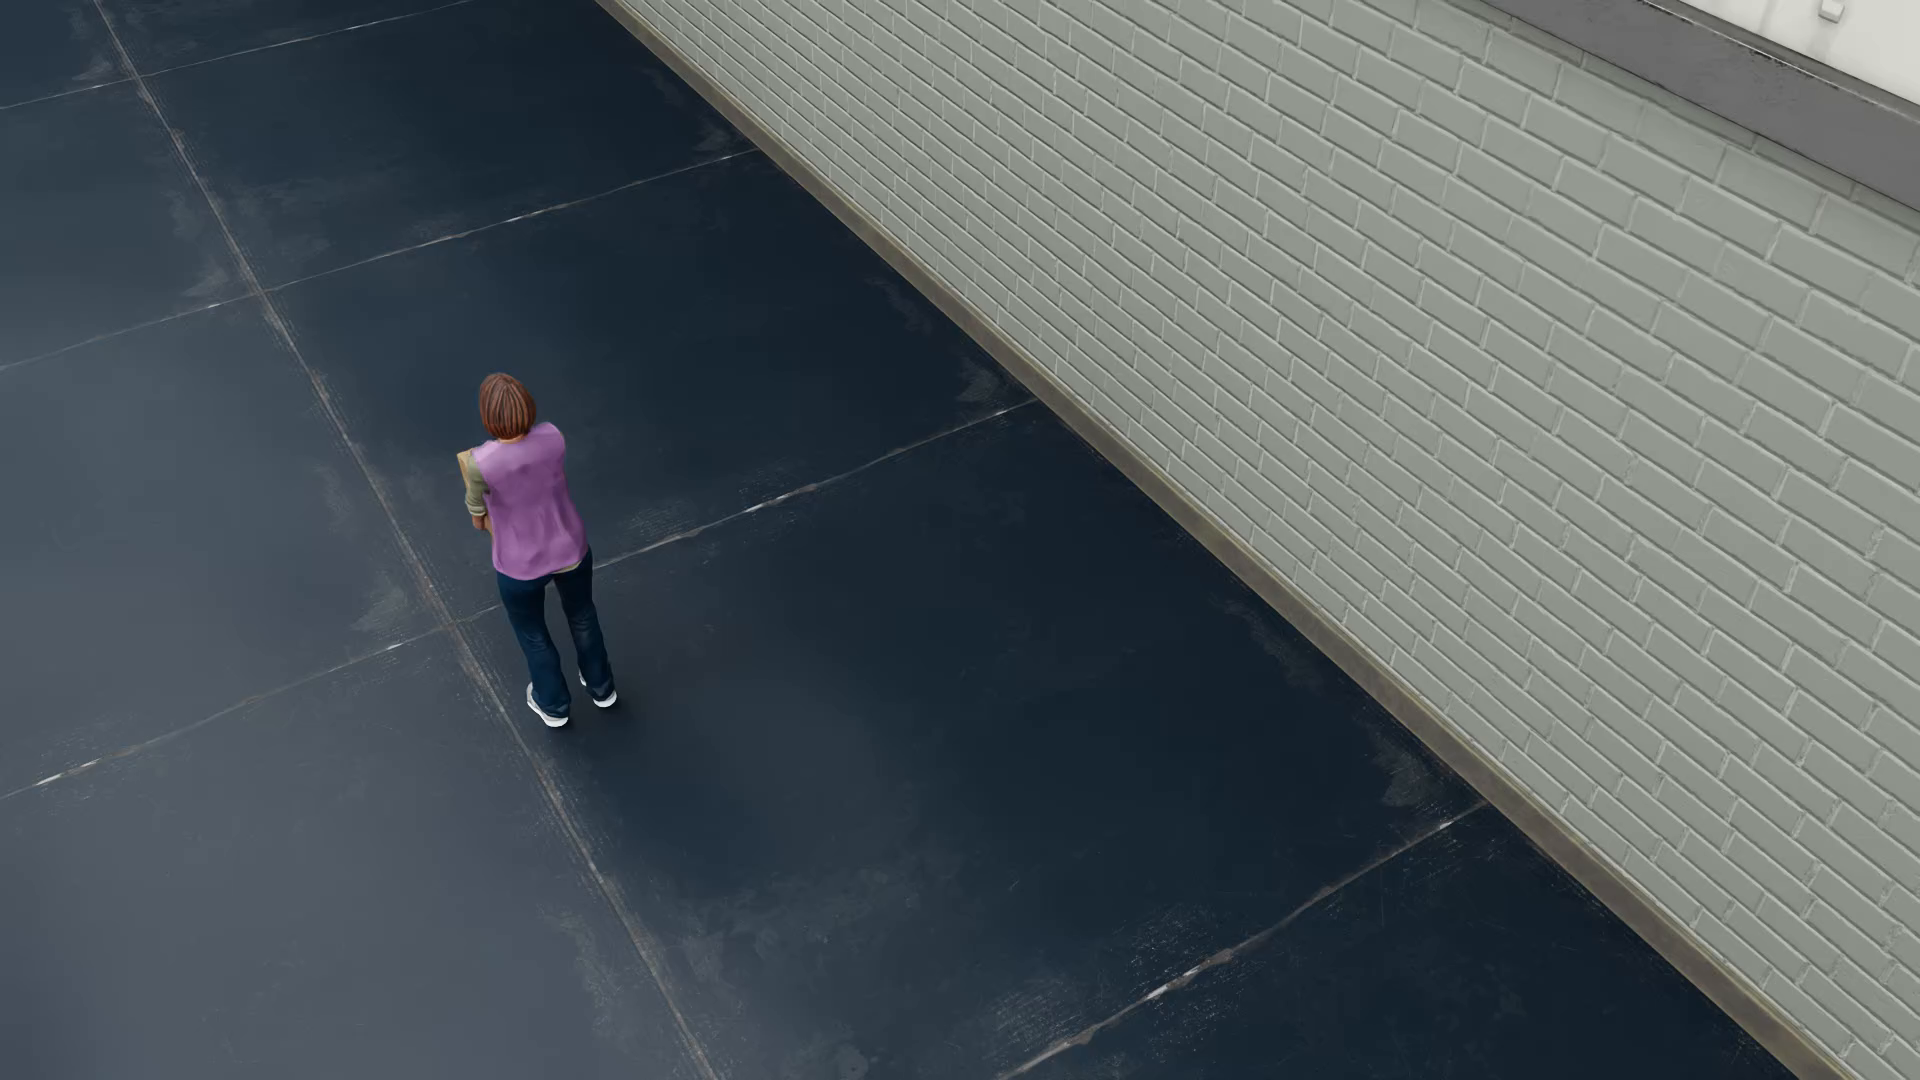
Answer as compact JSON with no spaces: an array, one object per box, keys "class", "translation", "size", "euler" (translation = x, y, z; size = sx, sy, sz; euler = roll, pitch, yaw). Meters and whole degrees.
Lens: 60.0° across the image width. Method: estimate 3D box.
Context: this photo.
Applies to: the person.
[{"class":"person","translation":[-1.588,0.007,6.161],"size":[0.375,1.600,0.502],"euler":[-23,46,-24]}]
